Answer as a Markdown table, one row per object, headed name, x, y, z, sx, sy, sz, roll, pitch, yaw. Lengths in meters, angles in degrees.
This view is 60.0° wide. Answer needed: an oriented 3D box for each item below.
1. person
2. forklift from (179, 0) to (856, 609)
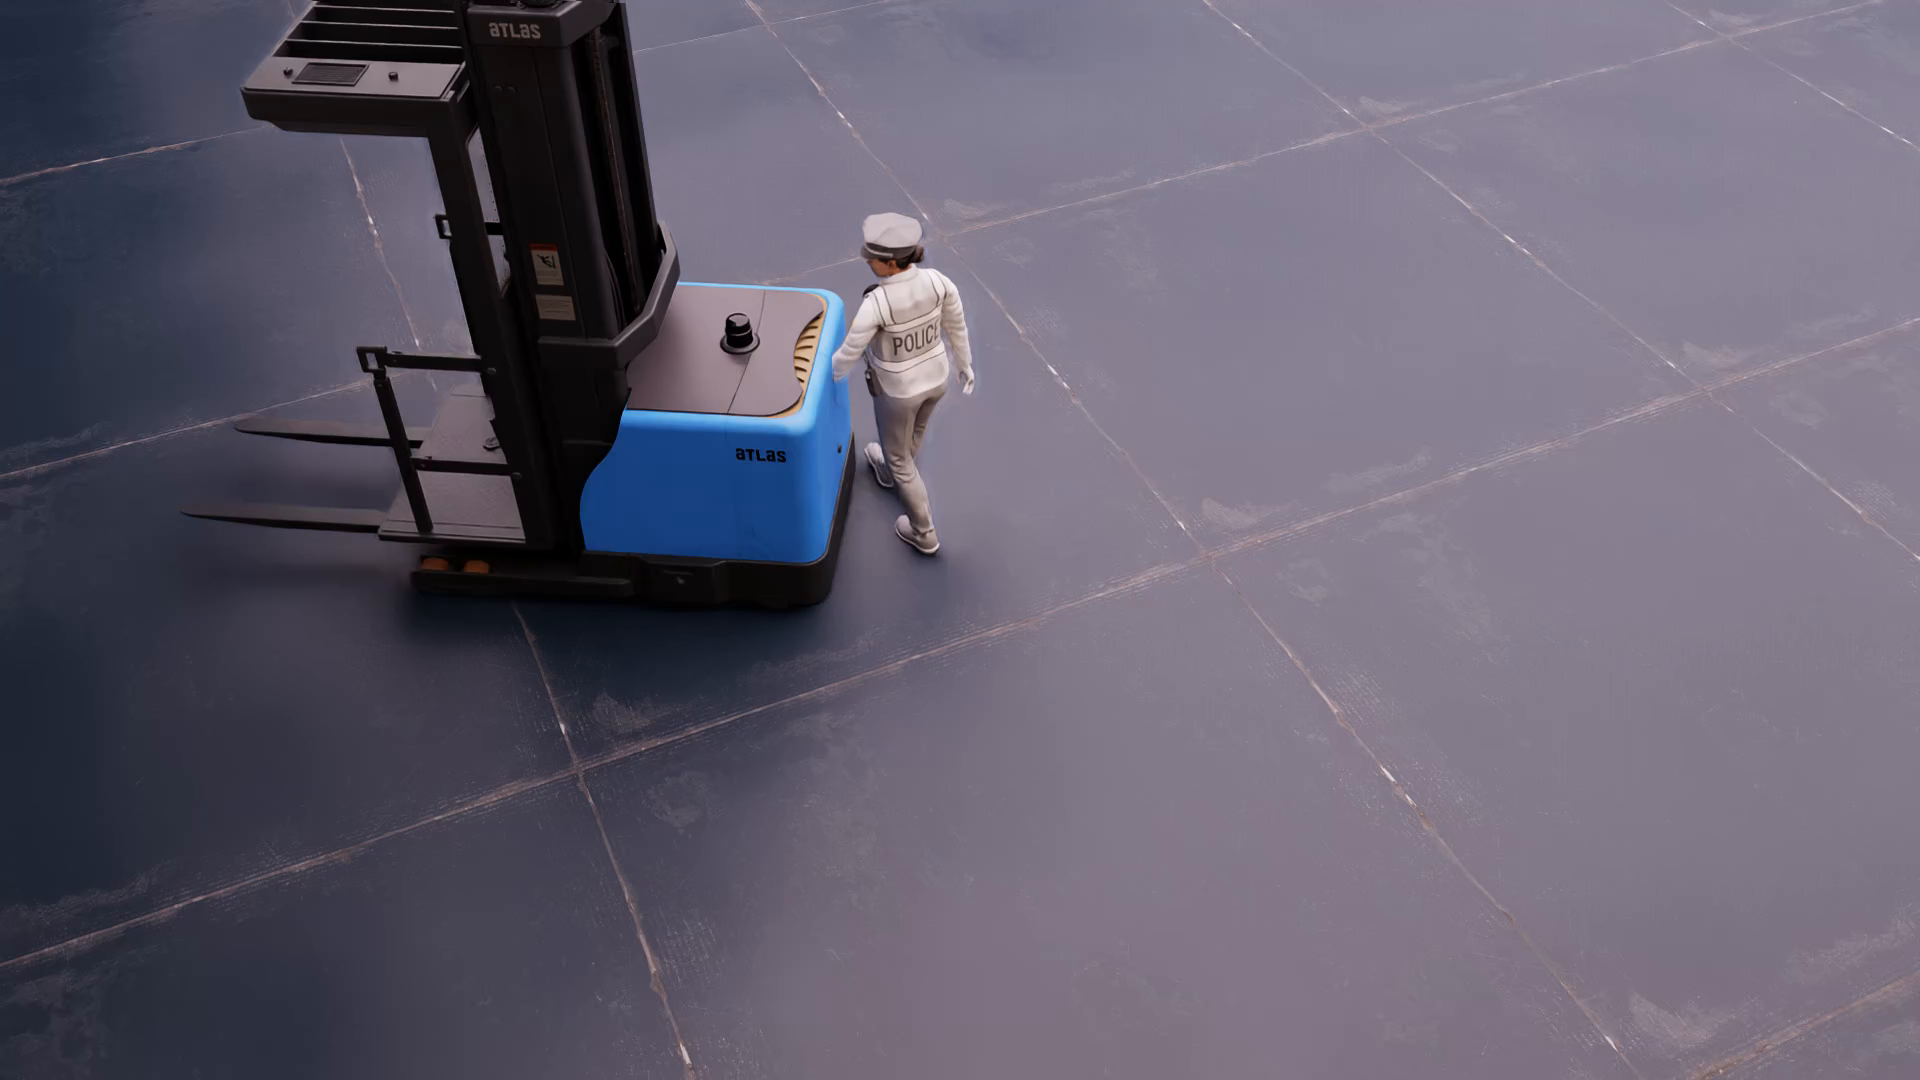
| name | x | y | z | sx | sy | sz | roll | pitch | yaw |
| --- | --- | --- | --- | --- | --- | --- | --- | --- | --- |
| person | -0.306 | -0.752 | 7.442 | 0.667 | 1.635 | 0.760 | -28 | 50 | -27 |
| forklift | -2.053 | -1.174 | 6.938 | 3.031 | 2.935 | 1.130 | 3 | 43 | 4 |
